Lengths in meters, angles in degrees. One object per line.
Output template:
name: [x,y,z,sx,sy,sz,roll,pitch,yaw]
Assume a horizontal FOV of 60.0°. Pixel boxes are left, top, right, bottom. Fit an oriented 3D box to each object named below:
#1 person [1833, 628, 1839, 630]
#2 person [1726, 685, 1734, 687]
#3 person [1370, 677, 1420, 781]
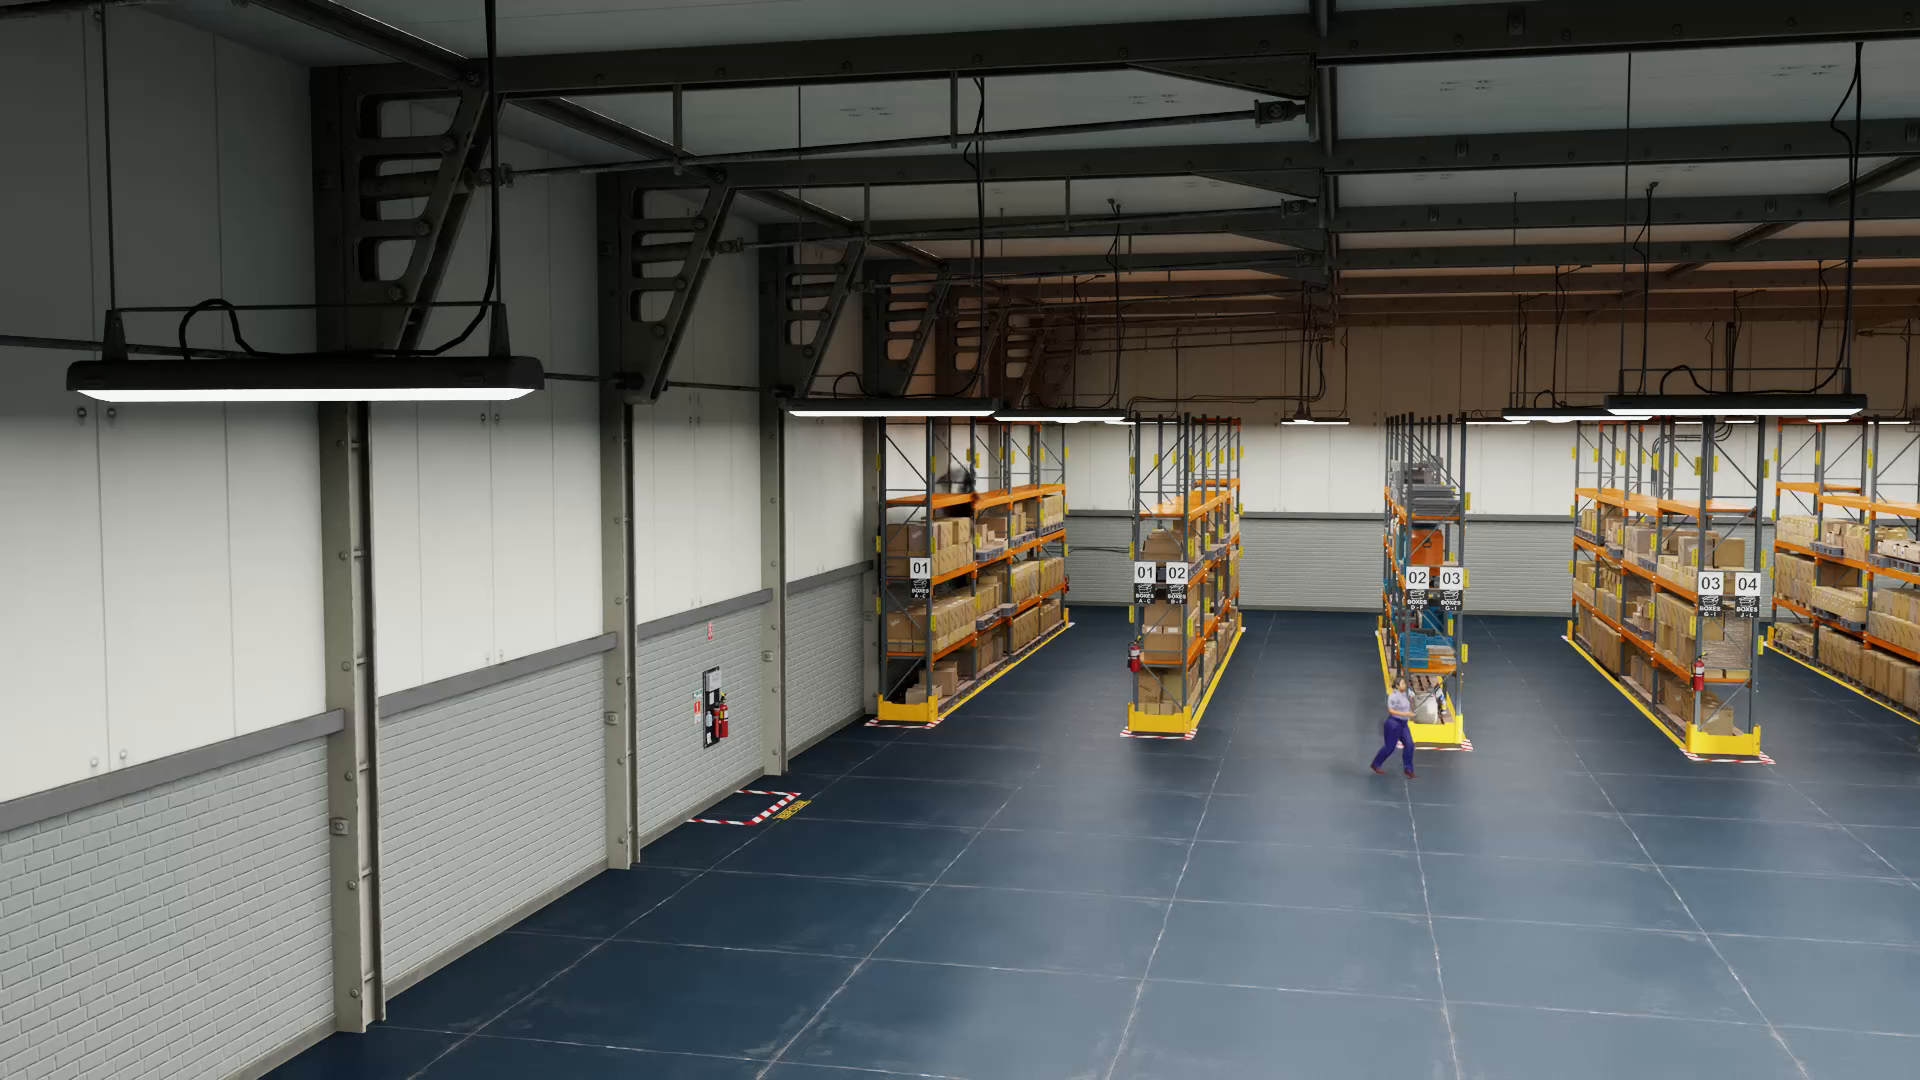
person: [23.709,1.953,44.327,0.929,1.664,0.595,1,4,13]
person: [17.023,2.368,36.792,0.720,1.728,0.581,1,4,8]
person: [7.090,3.082,27.123,0.803,1.677,0.591,3,5,40]
